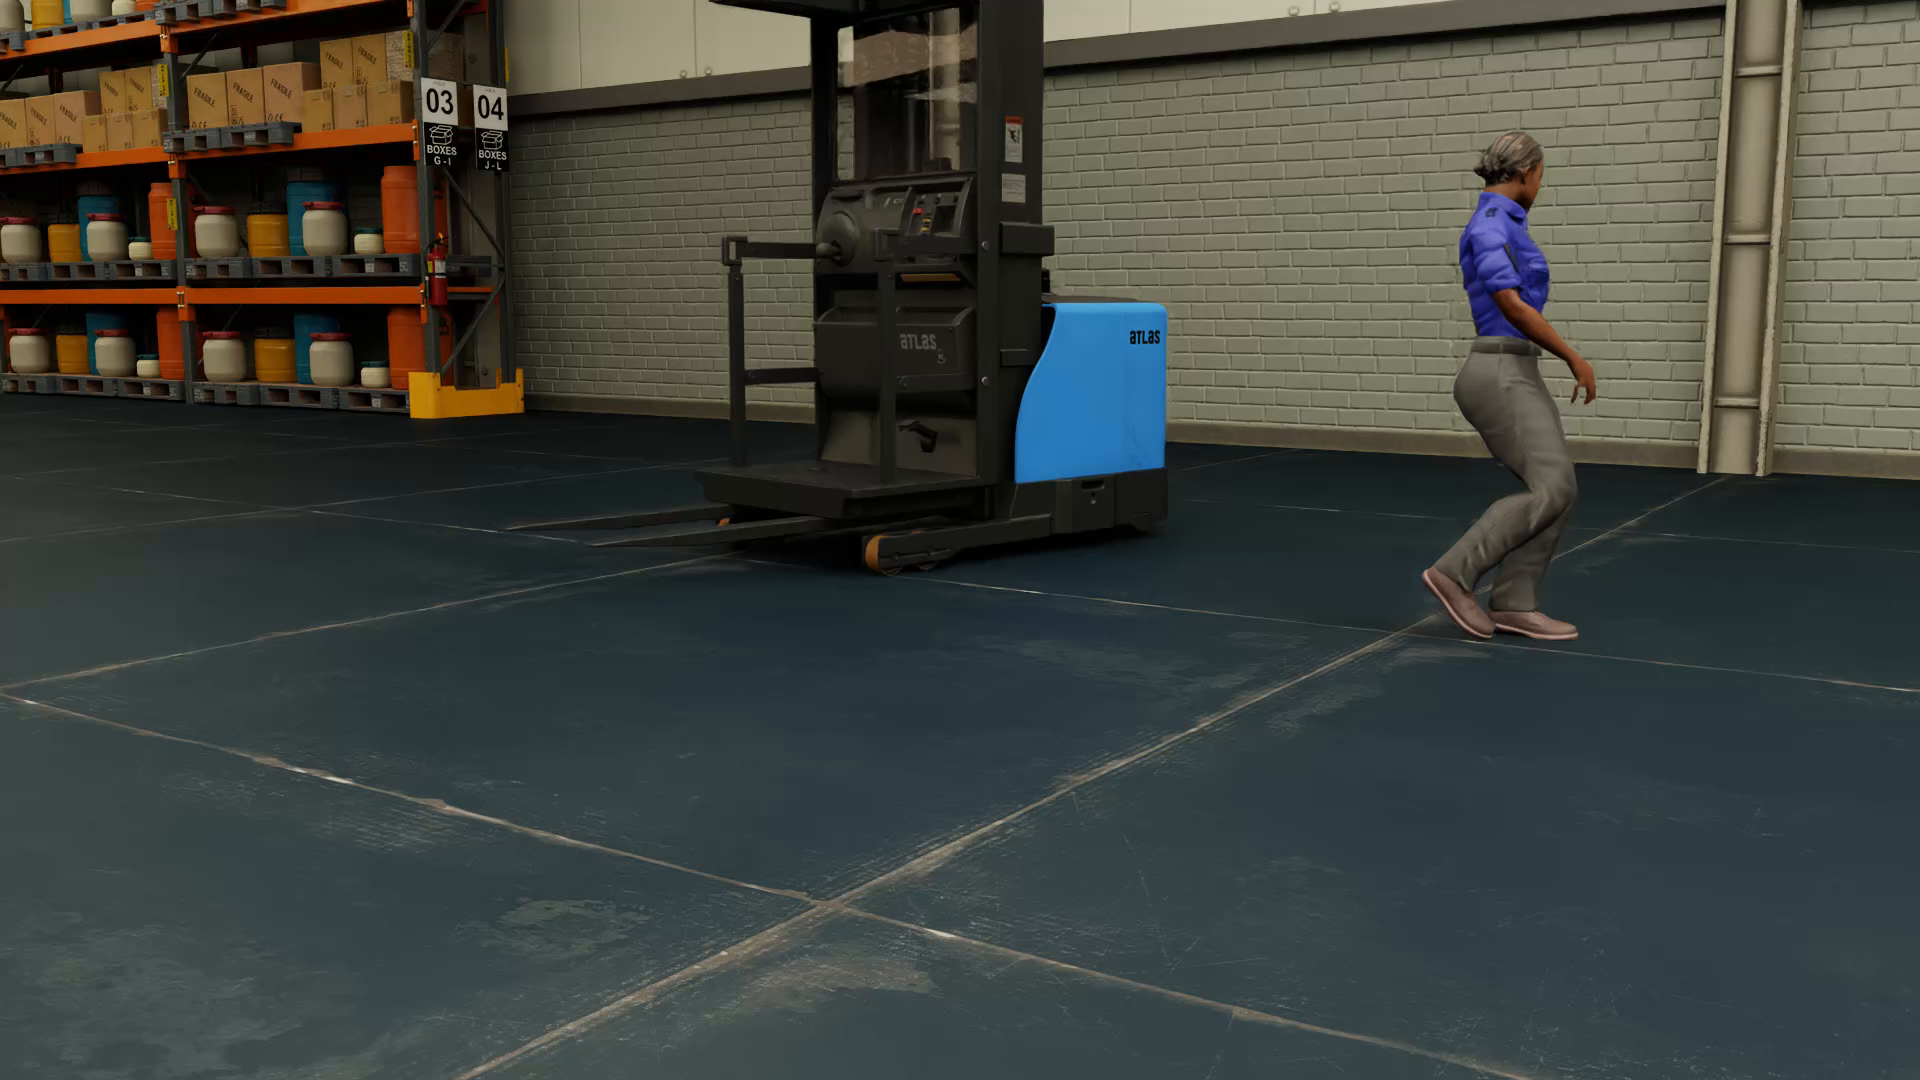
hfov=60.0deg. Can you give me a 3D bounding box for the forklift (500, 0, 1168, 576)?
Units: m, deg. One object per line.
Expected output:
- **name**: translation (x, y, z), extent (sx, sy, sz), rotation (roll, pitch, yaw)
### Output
- **forklift**: translation (-0.438, -1.391, 6.977), extent (3.031, 2.935, 1.130), rotation (-8, 11, -43)

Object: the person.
- **person**: translation (1.808, -0.492, 5.362), extent (0.497, 1.619, 0.659), rotation (4, 9, 27)
